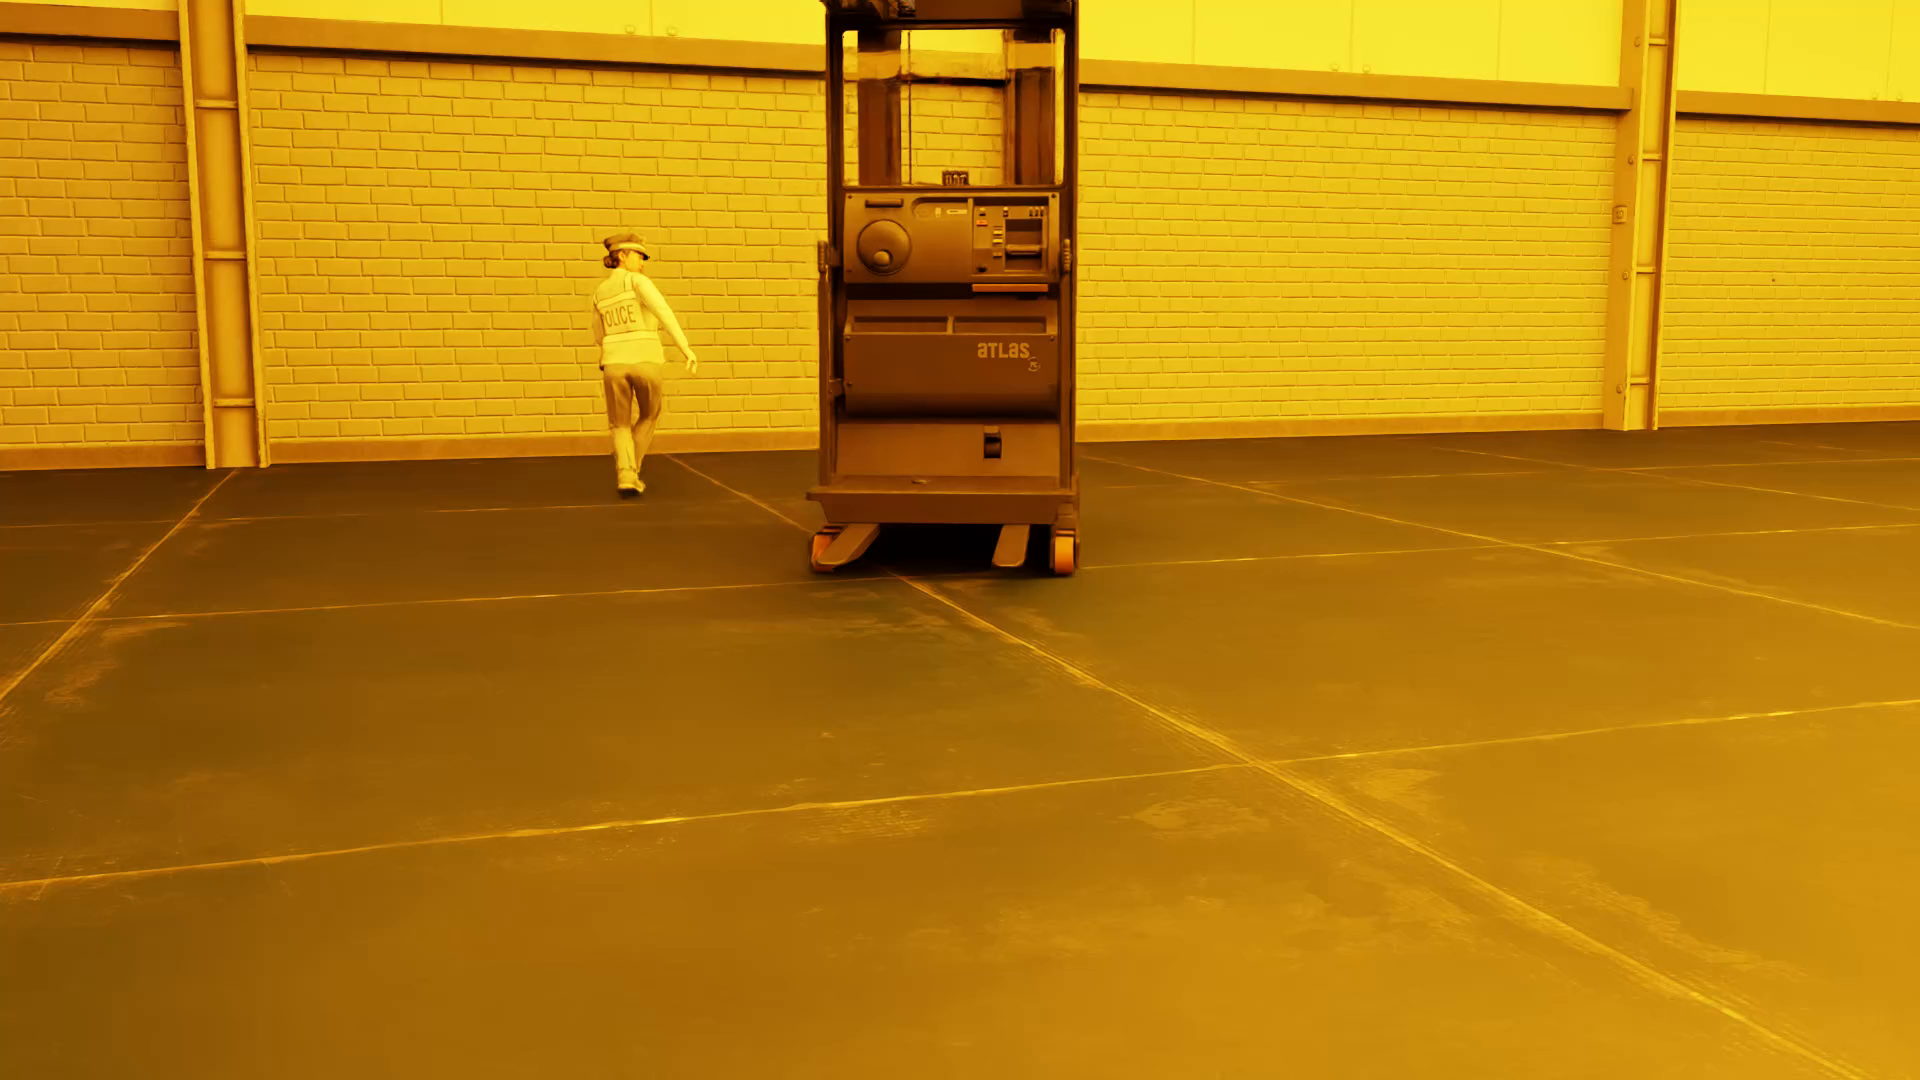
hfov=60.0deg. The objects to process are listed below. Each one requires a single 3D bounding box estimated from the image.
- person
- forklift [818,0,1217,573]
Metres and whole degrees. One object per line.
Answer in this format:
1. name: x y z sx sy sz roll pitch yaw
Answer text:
1. person: -2.176 -1.111 10.106 0.704 1.635 0.479 5 9 33
2. forklift: 0.178 -1.374 7.147 1.130 2.935 3.031 -2 8 -16
